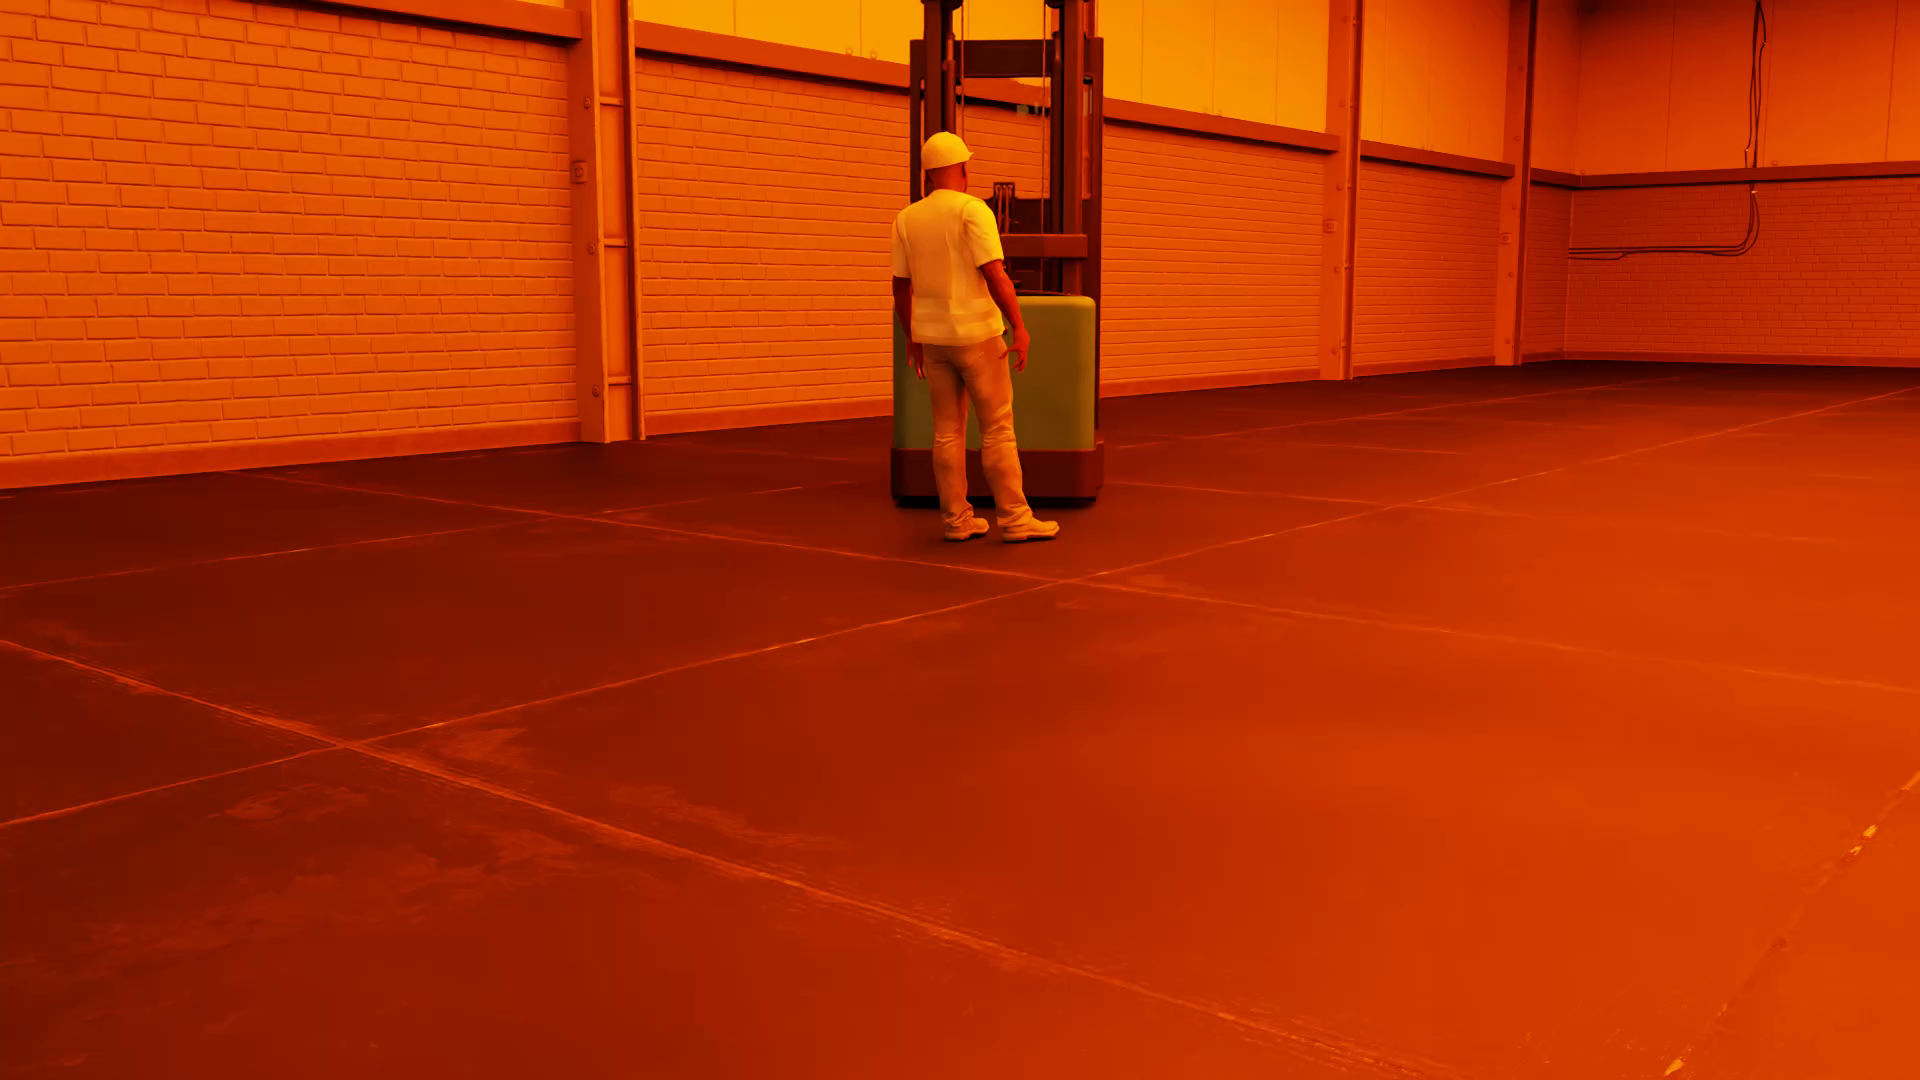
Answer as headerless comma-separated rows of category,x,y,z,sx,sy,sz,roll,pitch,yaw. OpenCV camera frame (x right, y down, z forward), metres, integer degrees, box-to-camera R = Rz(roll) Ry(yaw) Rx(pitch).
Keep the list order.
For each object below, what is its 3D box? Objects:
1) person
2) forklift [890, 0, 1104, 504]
person,0.048,-0.888,7.327,0.666,1.768,0.575,7,11,38
forklift,0.281,-1.816,9.690,1.130,2.935,3.031,1,8,5
